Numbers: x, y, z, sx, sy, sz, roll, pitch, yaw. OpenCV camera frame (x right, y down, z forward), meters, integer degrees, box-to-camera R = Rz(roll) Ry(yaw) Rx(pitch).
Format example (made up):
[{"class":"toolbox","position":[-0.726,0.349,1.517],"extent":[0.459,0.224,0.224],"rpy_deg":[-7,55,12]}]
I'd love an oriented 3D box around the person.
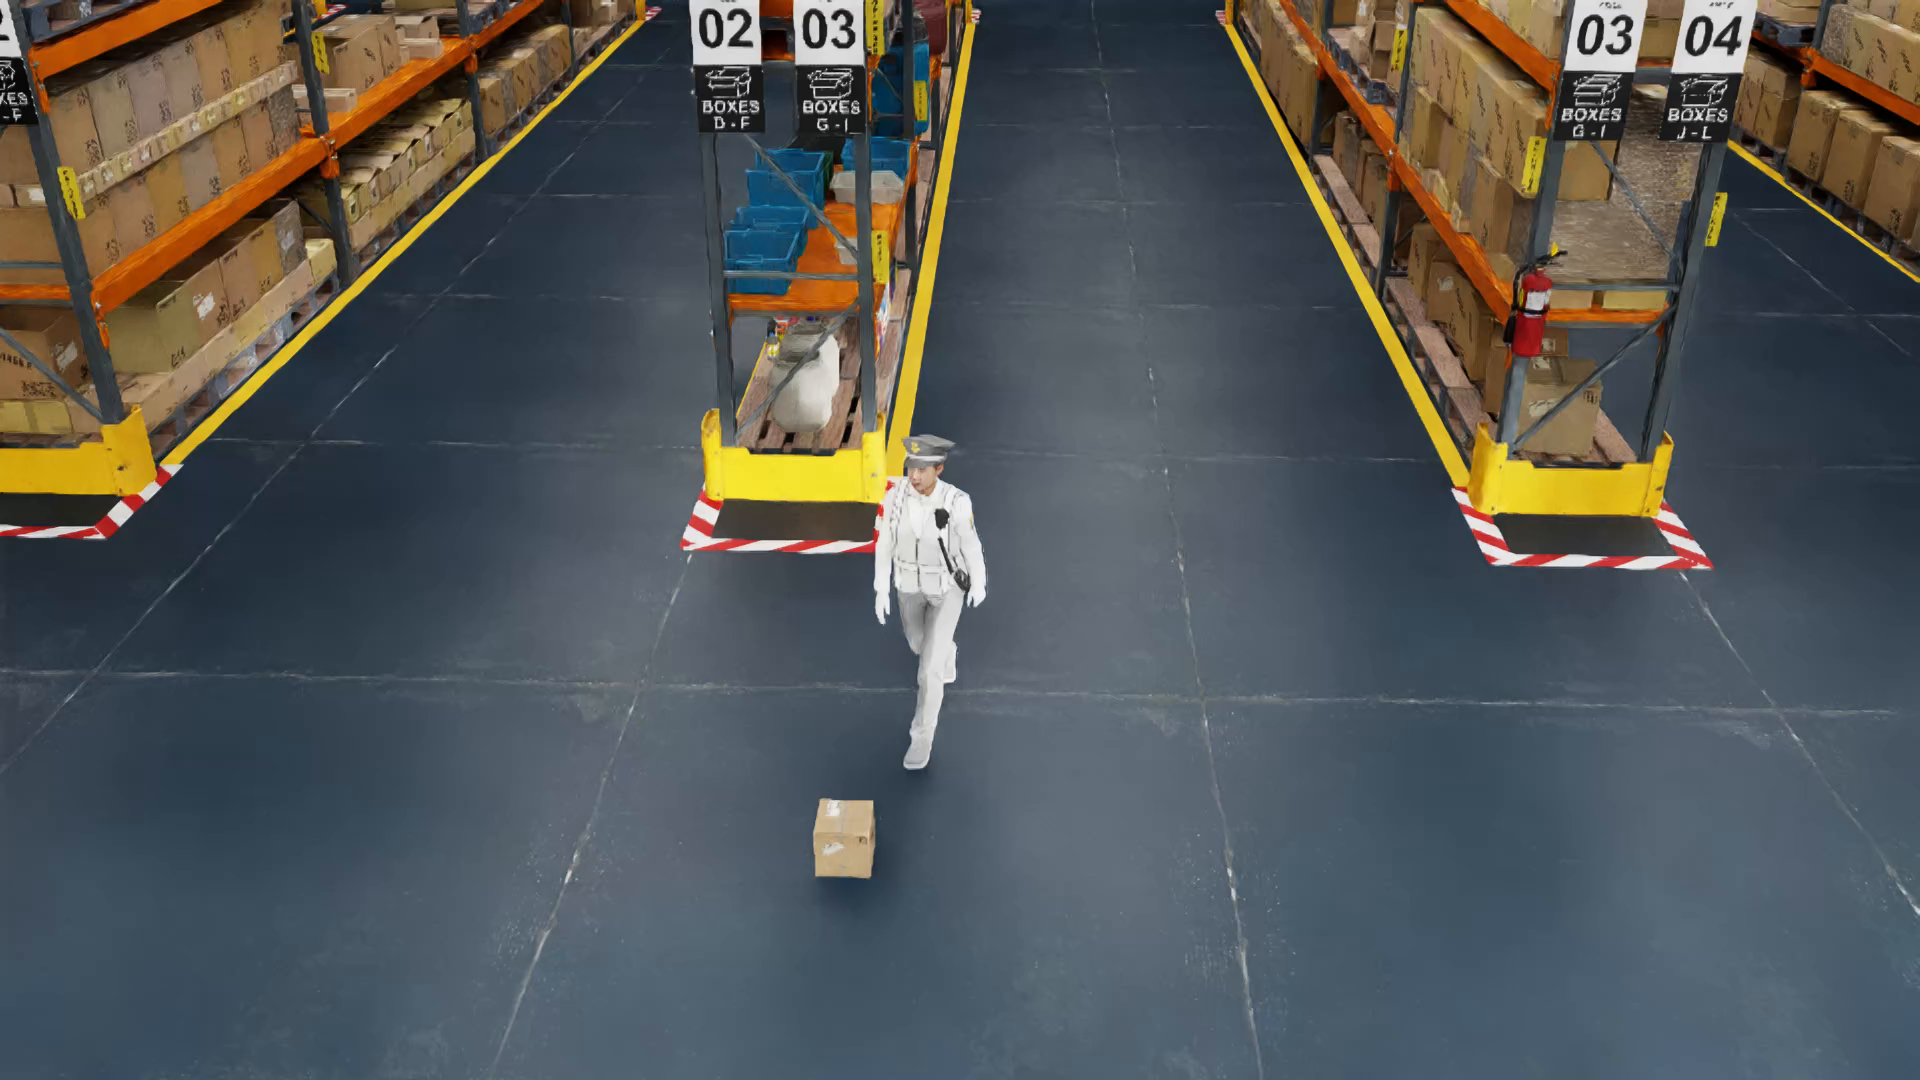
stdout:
[{"class":"person","position":[-0.149,0.205,8.212],"extent":[0.513,1.638,0.958],"rpy_deg":[10,30,19]}]
